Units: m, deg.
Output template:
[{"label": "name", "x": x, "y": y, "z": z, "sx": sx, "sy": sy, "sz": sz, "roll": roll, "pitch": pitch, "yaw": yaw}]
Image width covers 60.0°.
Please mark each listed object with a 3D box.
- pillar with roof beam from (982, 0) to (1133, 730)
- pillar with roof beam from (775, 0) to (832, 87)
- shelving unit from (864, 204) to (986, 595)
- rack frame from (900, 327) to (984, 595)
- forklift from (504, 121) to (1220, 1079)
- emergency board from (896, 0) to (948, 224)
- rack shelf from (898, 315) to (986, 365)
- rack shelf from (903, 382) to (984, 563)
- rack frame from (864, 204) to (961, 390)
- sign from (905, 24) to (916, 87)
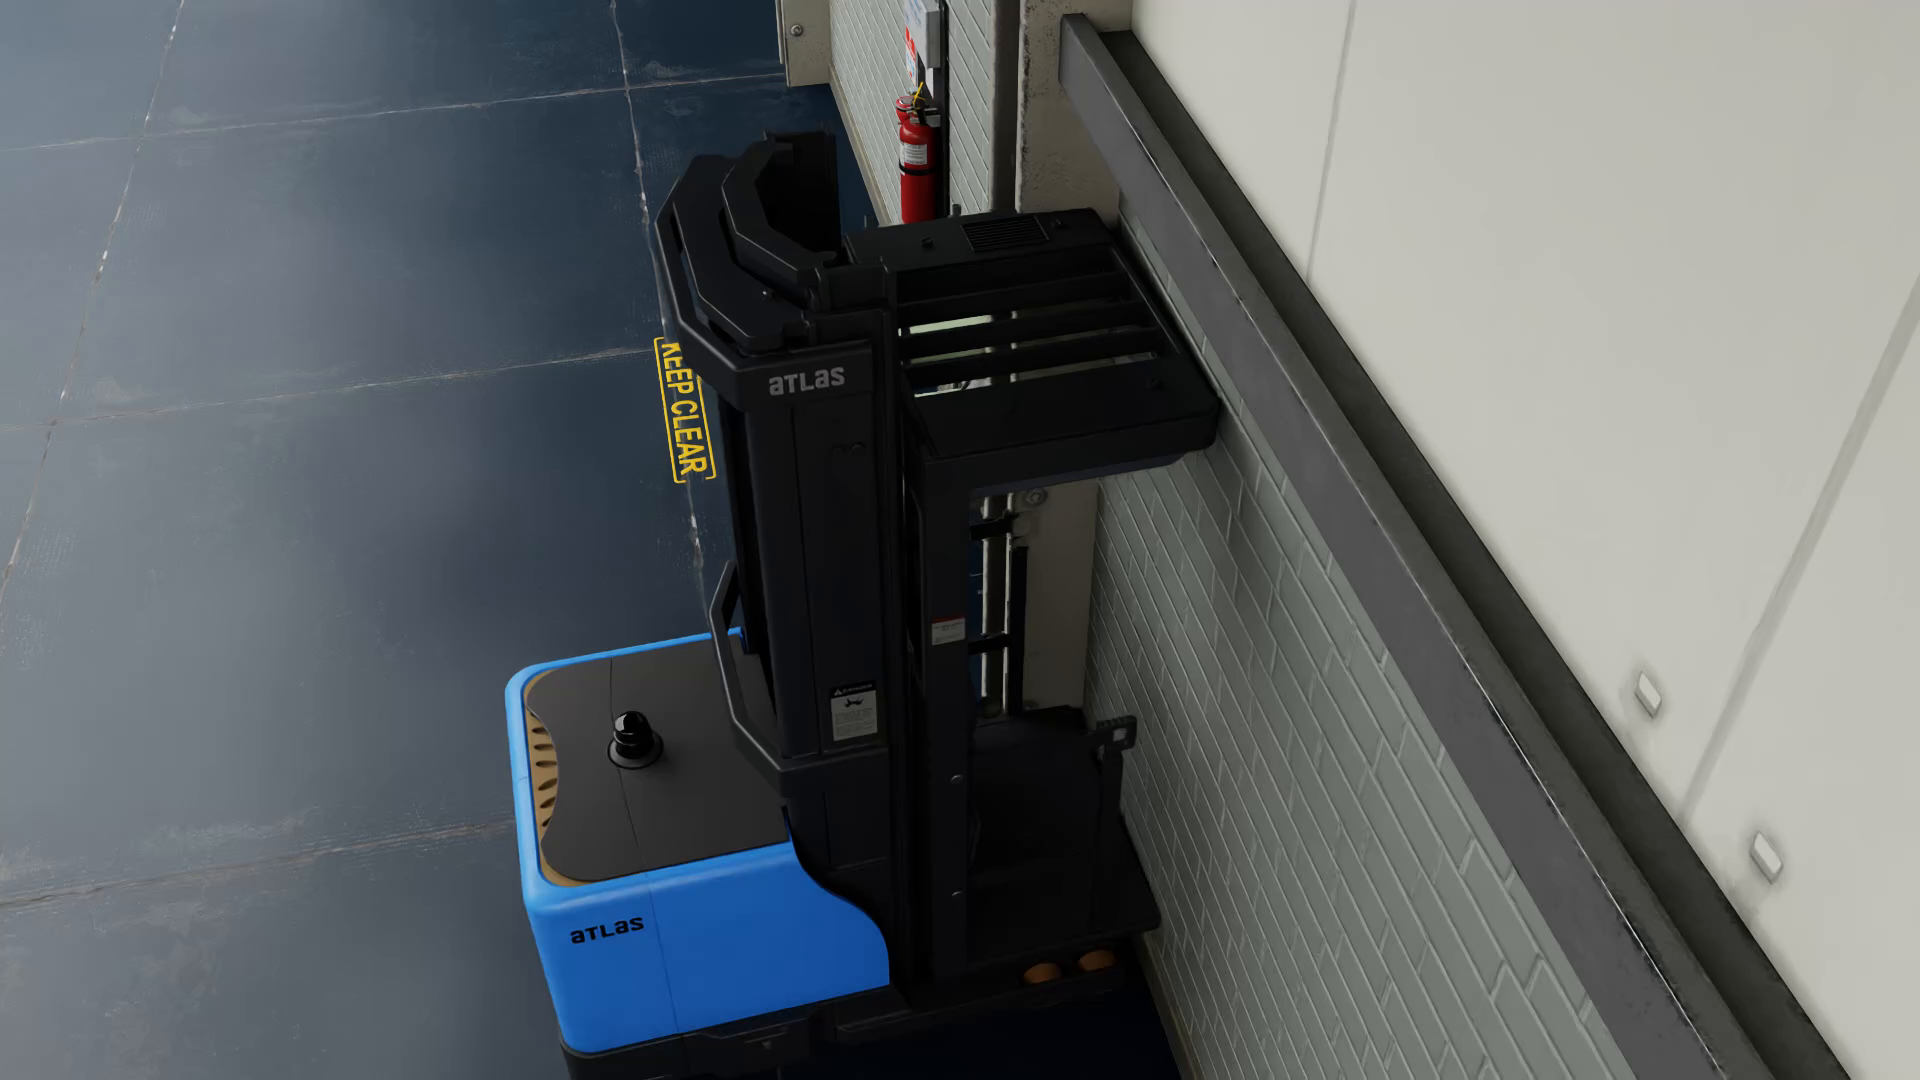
[{"label": "pillar with roof beam", "x": -3.924, "y": -1.972, "z": 2.975, "sx": 9.100, "sy": 9.000, "sz": 0.400, "roll": -8, "pitch": 42, "yaw": -9}, {"label": "pillar with roof beam", "x": -5.219, "y": -5.862, "z": 7.357, "sx": 9.100, "sy": 9.000, "sz": 0.400, "roll": -8, "pitch": 42, "yaw": -9}, {"label": "shelving unit", "x": -0.110, "y": -0.547, "z": 7.018, "sx": 0.431, "sy": 1.500, "sz": 0.755, "roll": -9, "pitch": 42, "yaw": -10}, {"label": "rack frame", "x": -0.028, "y": -0.310, "z": 6.752, "sx": 0.400, "sy": 1.500, "sz": 0.023, "roll": -9, "pitch": 42, "yaw": -10}, {"label": "forklift", "x": 0.075, "y": 0.182, "z": 5.119, "sx": 3.031, "sy": 2.935, "sz": 1.130, "roll": -10, "pitch": 43, "yaw": -11}, {"label": "emergency board", "x": -0.216, "y": -1.953, "z": 7.472, "sx": 0.194, "sy": 1.169, "sz": 0.643, "roll": -8, "pitch": 42, "yaw": -9}, {"label": "rack shelf", "x": -0.110, "y": -0.839, "z": 6.759, "sx": 0.431, "sy": 0.370, "sz": 0.720, "roll": -9, "pitch": 42, "yaw": -10}, {"label": "rack shelf", "x": -0.110, "y": -0.304, "z": 7.235, "sx": 0.431, "sy": 0.370, "sz": 0.720, "roll": -9, "pitch": 42, "yaw": -10}, {"label": "rack frame", "x": -0.192, "y": -0.784, "z": 7.285, "sx": 0.400, "sy": 1.500, "sz": 0.023, "roll": -9, "pitch": 42, "yaw": -10}, {"label": "sign", "x": -0.235, "y": -2.340, "z": 7.881, "sx": 0.001, "sy": 0.329, "sz": 0.234, "roll": -8, "pitch": 42, "yaw": -9}]
